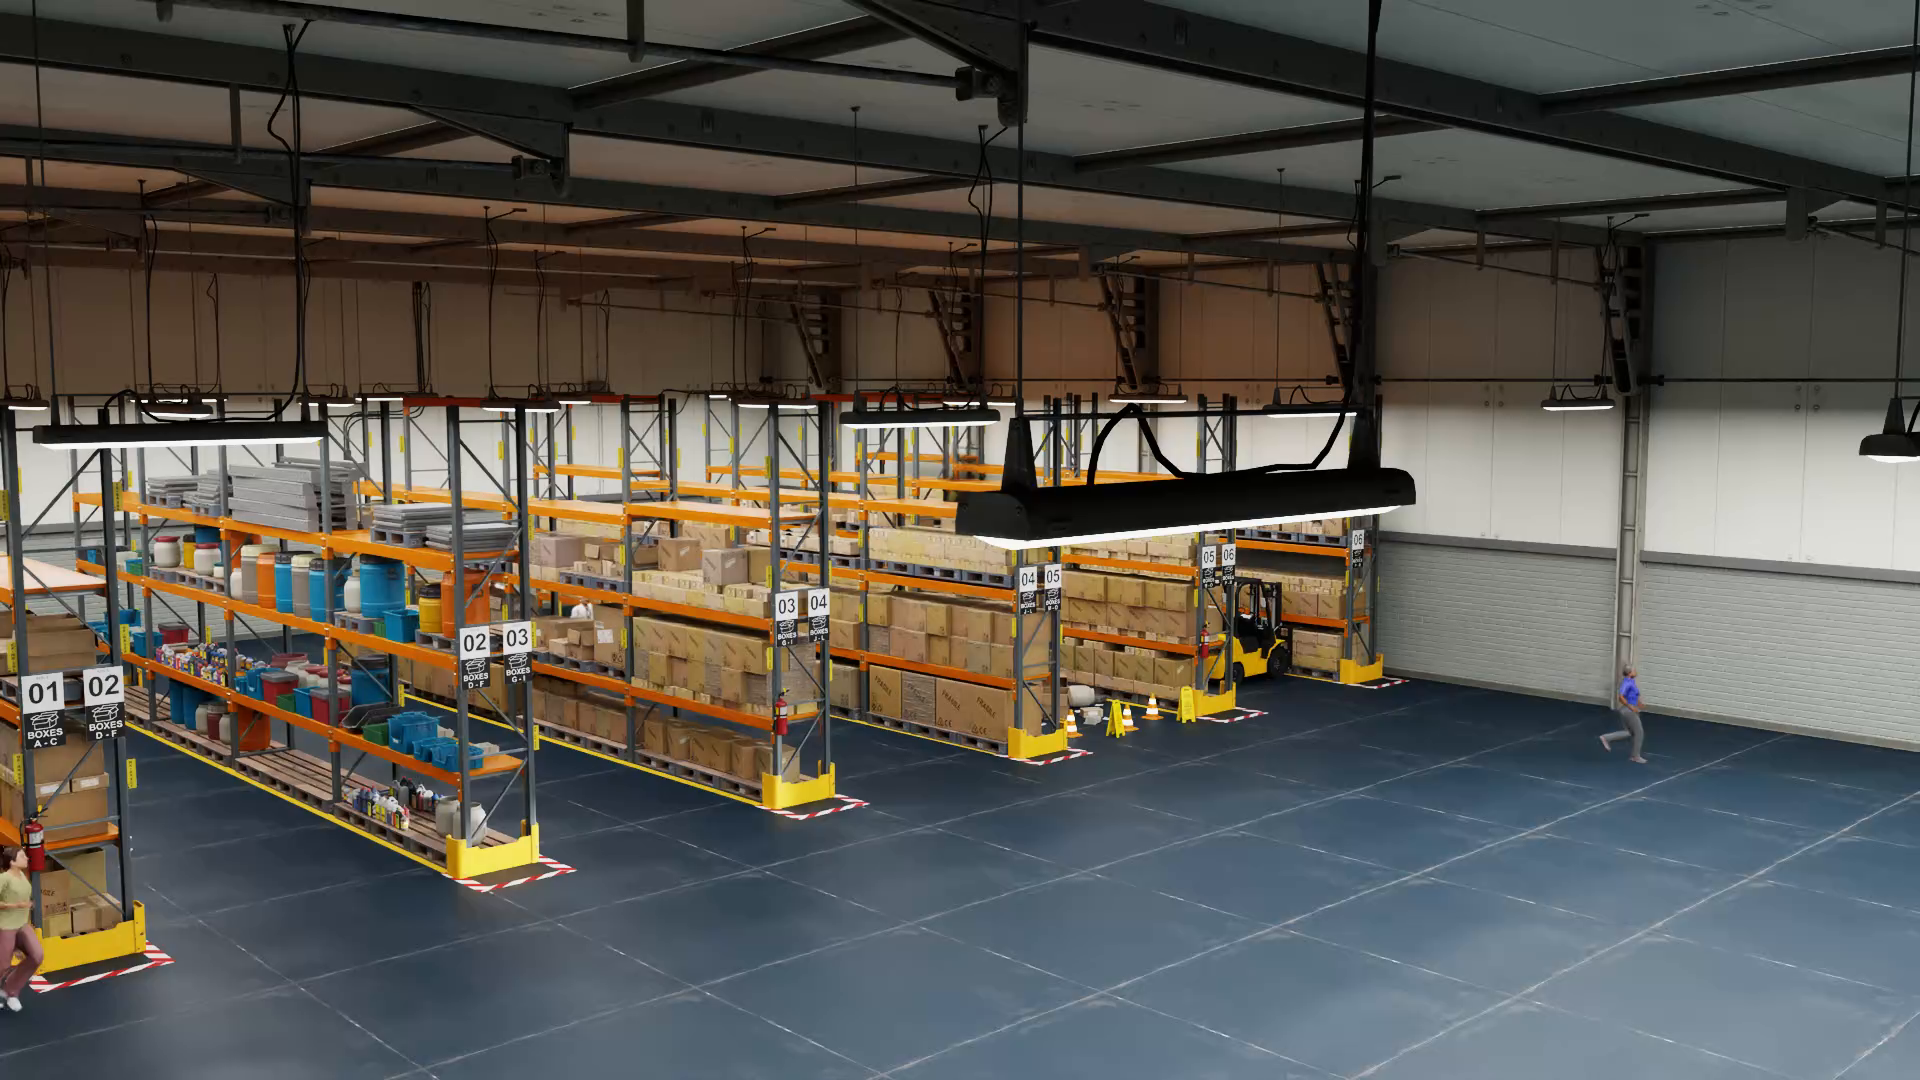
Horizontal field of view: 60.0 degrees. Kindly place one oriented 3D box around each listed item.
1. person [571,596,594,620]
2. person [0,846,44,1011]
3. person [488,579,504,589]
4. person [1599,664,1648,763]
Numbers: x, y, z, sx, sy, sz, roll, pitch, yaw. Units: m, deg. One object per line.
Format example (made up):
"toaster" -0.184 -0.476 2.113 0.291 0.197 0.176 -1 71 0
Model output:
"person" -7.995 2.033 35.620 0.722 1.817 0.822 -4 7 -37
"person" -9.538 3.902 16.780 0.616 1.640 0.589 1 6 12
"person" -11.067 1.651 39.345 0.708 1.772 0.967 2 6 21
"person" 11.026 2.873 27.567 0.760 1.643 0.577 2 6 15
